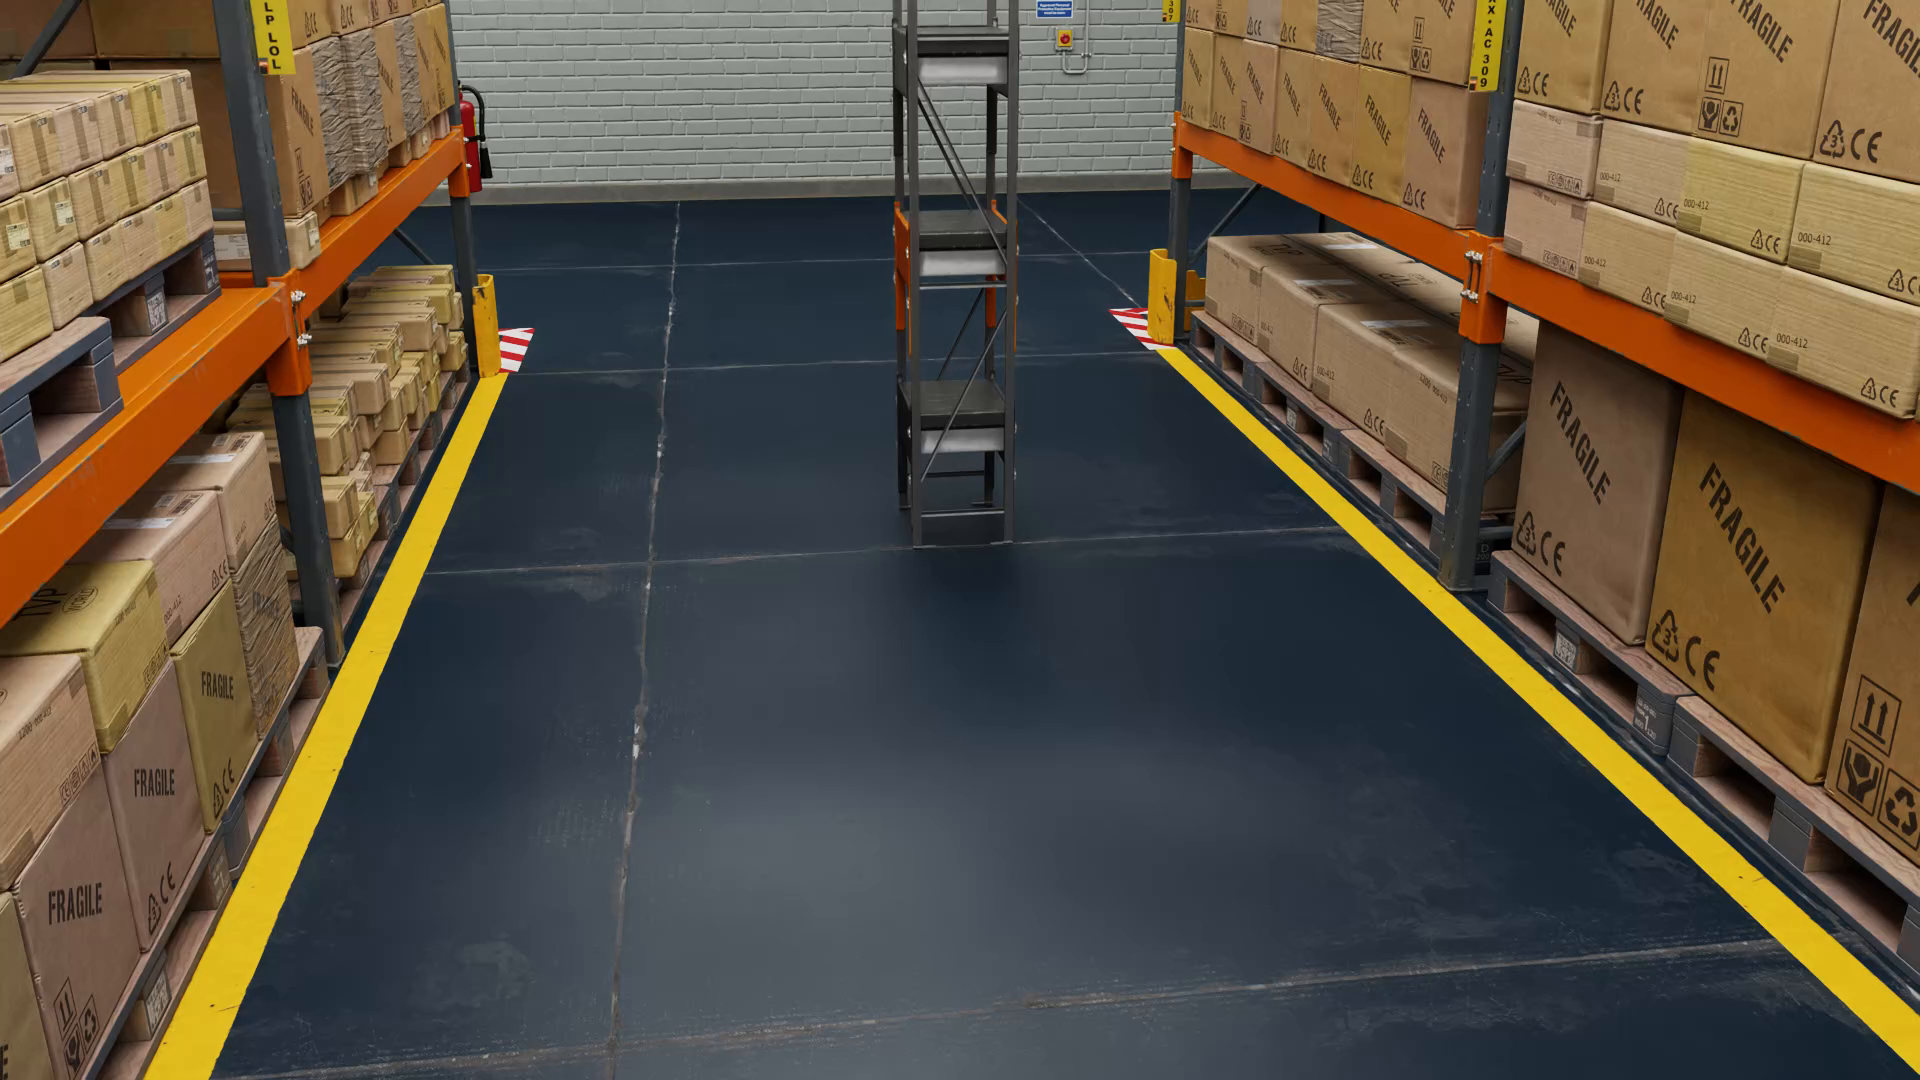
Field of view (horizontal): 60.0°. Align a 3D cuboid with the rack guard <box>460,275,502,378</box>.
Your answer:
[{"bbox_3d":[-3.143,-1.154,9.091,1.175,0.500,0.348,-3,21,-8],"label":"rack guard"}]

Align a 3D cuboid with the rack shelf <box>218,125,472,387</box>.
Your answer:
[{"bbox_3d":[-2.865,-1.322,6.996,1.077,0.370,4.000,-3,21,-8],"label":"rack shelf"}]

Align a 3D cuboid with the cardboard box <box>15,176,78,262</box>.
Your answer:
[{"bbox_3d":[-2.172,-0.695,3.623,0.380,0.149,0.250,-4,21,-11],"label":"cardboard box"}]

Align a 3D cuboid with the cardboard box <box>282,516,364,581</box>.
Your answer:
[{"bbox_3d":[-2.312,0.030,5.822,0.380,0.149,0.250,-4,21,-10],"label":"cardboard box"}]

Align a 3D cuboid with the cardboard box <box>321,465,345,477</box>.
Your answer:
[{"bbox_3d":[-2.438,-0.191,5.991,0.380,0.149,0.250,-3,21,-7],"label":"cardboard box"}]

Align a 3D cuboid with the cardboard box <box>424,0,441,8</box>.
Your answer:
[{"bbox_3d":[-2.842,-2.860,8.089,0.500,0.500,0.500,-3,21,-9],"label":"cardboard box"}]

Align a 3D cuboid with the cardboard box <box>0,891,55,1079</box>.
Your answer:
[{"bbox_3d":[-1.926,0.961,2.827,0.500,0.500,0.500,-3,21,-7],"label":"cardboard box"}]

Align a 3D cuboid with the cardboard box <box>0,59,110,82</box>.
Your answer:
[{"bbox_3d":[-2.926,-1.306,5.356,0.500,0.500,0.500,-3,21,-8],"label":"cardboard box"}]

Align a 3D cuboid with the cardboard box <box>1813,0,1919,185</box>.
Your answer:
[{"bbox_3d":[2.337,-1.072,3.727,0.500,0.500,0.500,-3,21,-9],"label":"cardboard box"}]

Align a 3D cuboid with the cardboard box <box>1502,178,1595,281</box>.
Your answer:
[{"bbox_3d":[2.109,-1.015,5.361,0.500,0.250,0.500,-3,21,-9],"label":"cardboard box"}]

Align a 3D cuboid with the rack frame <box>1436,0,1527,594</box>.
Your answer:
[{"bbox_3d":[2.307,-1.251,5.778,1.000,3.000,0.127,-3,21,-8],"label":"rack frame"}]

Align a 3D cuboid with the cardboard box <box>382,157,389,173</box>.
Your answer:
[{"bbox_3d":[-2.728,-1.684,7.298,0.380,0.149,0.250,-4,21,-10],"label":"cardboard box"}]

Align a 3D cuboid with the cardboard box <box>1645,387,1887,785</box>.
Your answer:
[{"bbox_3d":[2.613,0.071,4.676,0.875,0.875,0.875,-2,21,-6],"label":"cardboard box"}]

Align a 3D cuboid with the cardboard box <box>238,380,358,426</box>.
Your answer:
[{"bbox_3d":[-2.548,-0.508,6.414,0.380,0.149,0.250,-3,21,-9],"label":"cardboard box"}]

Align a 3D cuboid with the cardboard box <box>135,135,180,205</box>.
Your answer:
[{"bbox_3d":[-2.285,-0.966,4.348,0.380,0.149,0.250,-3,21,-7],"label":"cardboard box"}]

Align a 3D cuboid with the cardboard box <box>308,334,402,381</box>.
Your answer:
[{"bbox_3d":[-2.622,-0.778,7.136,0.380,0.149,0.250,-3,21,-7],"label":"cardboard box"}]

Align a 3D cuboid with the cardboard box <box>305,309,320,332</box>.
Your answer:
[{"bbox_3d":[-3.228,-1.028,7.804,0.380,0.149,0.250,-4,21,-10],"label":"cardboard box"}]

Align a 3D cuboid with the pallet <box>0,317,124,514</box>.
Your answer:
[{"bbox_3d":[-2.326,-0.175,3.171,1.003,0.211,1.213,-3,21,-8],"label":"pallet"}]

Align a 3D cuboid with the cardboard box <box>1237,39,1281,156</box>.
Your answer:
[{"bbox_3d":[1.671,-2.151,8.046,0.500,0.500,0.500,-3,21,-8],"label":"cardboard box"}]

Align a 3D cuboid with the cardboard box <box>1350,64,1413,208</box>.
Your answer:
[{"bbox_3d":[1.907,-1.623,6.632,0.500,0.500,0.500,-3,21,-9],"label":"cardboard box"}]

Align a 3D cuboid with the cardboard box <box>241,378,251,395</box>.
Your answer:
[{"bbox_3d":[-3.147,-0.664,6.831,0.380,0.149,0.250,-4,21,-10],"label":"cardboard box"}]

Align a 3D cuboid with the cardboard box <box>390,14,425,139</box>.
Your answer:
[{"bbox_3d":[-2.683,-2.041,7.326,0.500,0.500,0.500,-3,21,-8],"label":"cardboard box"}]

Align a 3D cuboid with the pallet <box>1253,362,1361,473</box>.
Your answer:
[{"bbox_3d":[2.095,-0.635,8.115,1.003,0.211,1.213,-3,21,-8],"label":"pallet"}]

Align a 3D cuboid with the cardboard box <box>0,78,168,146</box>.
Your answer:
[{"bbox_3d":[-2.286,-1.102,4.287,0.380,0.149,0.250,-4,21,-9],"label":"cardboard box"}]

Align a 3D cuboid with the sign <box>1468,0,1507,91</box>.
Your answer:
[{"bbox_3d":[1.758,-1.665,5.536,0.100,0.325,0.005,-3,21,-8],"label":"sign"}]

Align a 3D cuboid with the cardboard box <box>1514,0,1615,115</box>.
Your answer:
[{"bbox_3d":[2.086,-1.599,5.139,0.500,0.500,0.500,-3,21,-7],"label":"cardboard box"}]

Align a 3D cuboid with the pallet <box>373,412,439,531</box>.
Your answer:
[{"bbox_3d":[-2.888,-0.314,7.255,1.003,0.211,1.213,-3,21,-8],"label":"pallet"}]

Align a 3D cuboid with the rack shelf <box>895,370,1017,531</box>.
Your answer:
[{"bbox_3d":[-0.024,-0.372,6.752,0.431,0.518,0.480,-3,21,-8],"label":"rack shelf"}]

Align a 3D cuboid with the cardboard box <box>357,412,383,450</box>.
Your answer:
[{"bbox_3d":[-2.561,-0.464,6.720,0.380,0.149,0.250,-2,21,-5],"label":"cardboard box"}]

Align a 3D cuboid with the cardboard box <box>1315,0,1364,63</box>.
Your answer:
[{"bbox_3d":[1.818,-2.267,6.928,0.500,0.500,0.500,-3,21,-7],"label":"cardboard box"}]

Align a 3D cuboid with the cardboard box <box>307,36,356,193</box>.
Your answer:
[{"bbox_3d":[-2.478,-1.507,5.897,0.500,0.500,0.500,-3,21,-8],"label":"cardboard box"}]

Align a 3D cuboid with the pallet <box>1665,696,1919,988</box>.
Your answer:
[{"bbox_3d":[2.672,0.742,4.427,1.003,0.211,1.213,-3,21,-8],"label":"pallet"}]

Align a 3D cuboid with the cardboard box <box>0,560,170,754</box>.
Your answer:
[{"bbox_3d":[-2.068,0.263,3.626,0.500,0.250,0.500,-4,21,-10],"label":"cardboard box"}]

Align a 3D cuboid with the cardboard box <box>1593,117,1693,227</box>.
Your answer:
[{"bbox_3d":[2.194,-1.069,4.791,0.500,0.250,0.500,-3,21,-7],"label":"cardboard box"}]

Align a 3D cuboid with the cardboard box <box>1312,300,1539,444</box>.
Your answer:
[{"bbox_3d":[2.193,-0.780,7.579,0.875,0.438,0.875,-4,21,-9],"label":"cardboard box"}]

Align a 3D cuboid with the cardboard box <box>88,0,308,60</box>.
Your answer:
[{"bbox_3d":[-2.401,-1.789,5.222,0.500,0.500,0.500,-2,21,-6],"label":"cardboard box"}]

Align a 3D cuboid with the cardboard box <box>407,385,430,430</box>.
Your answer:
[{"bbox_3d":[-2.614,-0.595,7.497,0.380,0.149,0.250,-3,21,-7],"label":"cardboard box"}]

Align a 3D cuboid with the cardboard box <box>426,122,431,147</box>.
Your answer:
[{"bbox_3d":[-2.777,-1.961,8.038,0.380,0.149,0.250,-3,21,-8],"label":"cardboard box"}]

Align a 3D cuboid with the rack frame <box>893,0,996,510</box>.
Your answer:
[{"bbox_3d":[-0.059,-1.125,6.728,0.400,2.100,0.015,-3,21,-8],"label":"rack frame"}]

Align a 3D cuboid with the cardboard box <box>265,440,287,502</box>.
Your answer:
[{"bbox_3d":[-2.422,-0.236,5.684,0.380,0.149,0.250,-2,21,-6],"label":"cardboard box"}]

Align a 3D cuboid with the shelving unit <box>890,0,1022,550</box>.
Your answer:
[{"bbox_3d":[-0.024,-1.041,6.502,0.431,2.100,0.503,-3,21,-8],"label":"shelving unit"}]

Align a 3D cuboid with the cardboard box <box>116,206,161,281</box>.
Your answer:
[{"bbox_3d":[-2.252,-0.741,4.173,0.380,0.149,0.250,-3,21,-8],"label":"cardboard box"}]

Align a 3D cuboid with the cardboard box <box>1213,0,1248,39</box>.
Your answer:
[{"bbox_3d":[1.599,-2.792,8.332,0.500,0.500,0.500,-3,21,-9],"label":"cardboard box"}]

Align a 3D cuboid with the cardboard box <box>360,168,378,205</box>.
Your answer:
[{"bbox_3d":[-2.532,-1.417,6.581,0.380,0.149,0.250,-2,21,-5],"label":"cardboard box"}]

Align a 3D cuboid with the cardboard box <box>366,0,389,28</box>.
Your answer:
[{"bbox_3d":[-2.605,-2.322,6.648,0.500,0.500,0.500,-4,21,-10],"label":"cardboard box"}]

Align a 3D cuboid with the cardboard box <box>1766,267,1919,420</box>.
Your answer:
[{"bbox_3d":[2.306,-0.484,3.939,0.500,0.250,0.500,-3,21,-9],"label":"cardboard box"}]

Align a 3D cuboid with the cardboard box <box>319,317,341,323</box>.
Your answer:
[{"bbox_3d":[-3.226,-0.979,8.100,0.380,0.149,0.250,-3,21,-7],"label":"cardboard box"}]

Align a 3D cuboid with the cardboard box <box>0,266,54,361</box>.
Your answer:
[{"bbox_3d":[-2.133,-0.467,3.438,0.380,0.149,0.250,-2,21,-5],"label":"cardboard box"}]

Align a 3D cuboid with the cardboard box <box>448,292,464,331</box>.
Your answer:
[{"bbox_3d":[-2.795,-1.183,8.646,0.380,0.149,0.250,-3,21,-9],"label":"cardboard box"}]

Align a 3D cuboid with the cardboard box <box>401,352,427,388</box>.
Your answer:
[{"bbox_3d":[-2.613,-0.735,7.446,0.380,0.149,0.250,-2,21,-5],"label":"cardboard box"}]

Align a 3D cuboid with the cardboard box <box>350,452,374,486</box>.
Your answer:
[{"bbox_3d":[-2.523,-0.231,6.521,0.380,0.149,0.250,-3,21,-9],"label":"cardboard box"}]

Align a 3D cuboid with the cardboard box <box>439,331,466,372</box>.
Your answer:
[{"bbox_3d":[-2.734,-0.957,8.465,0.380,0.149,0.250,-2,21,-6],"label":"cardboard box"}]

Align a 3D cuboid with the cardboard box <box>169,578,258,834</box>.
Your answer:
[{"bbox_3d":[-2.148,0.429,4.252,0.500,0.500,0.500,-3,21,-9],"label":"cardboard box"}]

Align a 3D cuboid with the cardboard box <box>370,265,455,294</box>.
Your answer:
[{"bbox_3d":[-2.827,-1.320,8.588,0.380,0.149,0.250,-3,21,-7],"label":"cardboard box"}]

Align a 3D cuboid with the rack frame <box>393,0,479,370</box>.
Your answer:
[{"bbox_3d":[-3.154,-2.351,8.724,1.000,3.000,0.127,-3,21,-8],"label":"rack frame"}]

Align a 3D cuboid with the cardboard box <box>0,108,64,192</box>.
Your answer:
[{"bbox_3d":[-2.181,-0.836,3.576,0.380,0.149,0.250,-4,21,-10],"label":"cardboard box"}]

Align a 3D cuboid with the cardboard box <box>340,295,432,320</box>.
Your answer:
[{"bbox_3d":[-2.710,-1.054,7.876,0.380,0.149,0.250,-4,21,-10],"label":"cardboard box"}]
